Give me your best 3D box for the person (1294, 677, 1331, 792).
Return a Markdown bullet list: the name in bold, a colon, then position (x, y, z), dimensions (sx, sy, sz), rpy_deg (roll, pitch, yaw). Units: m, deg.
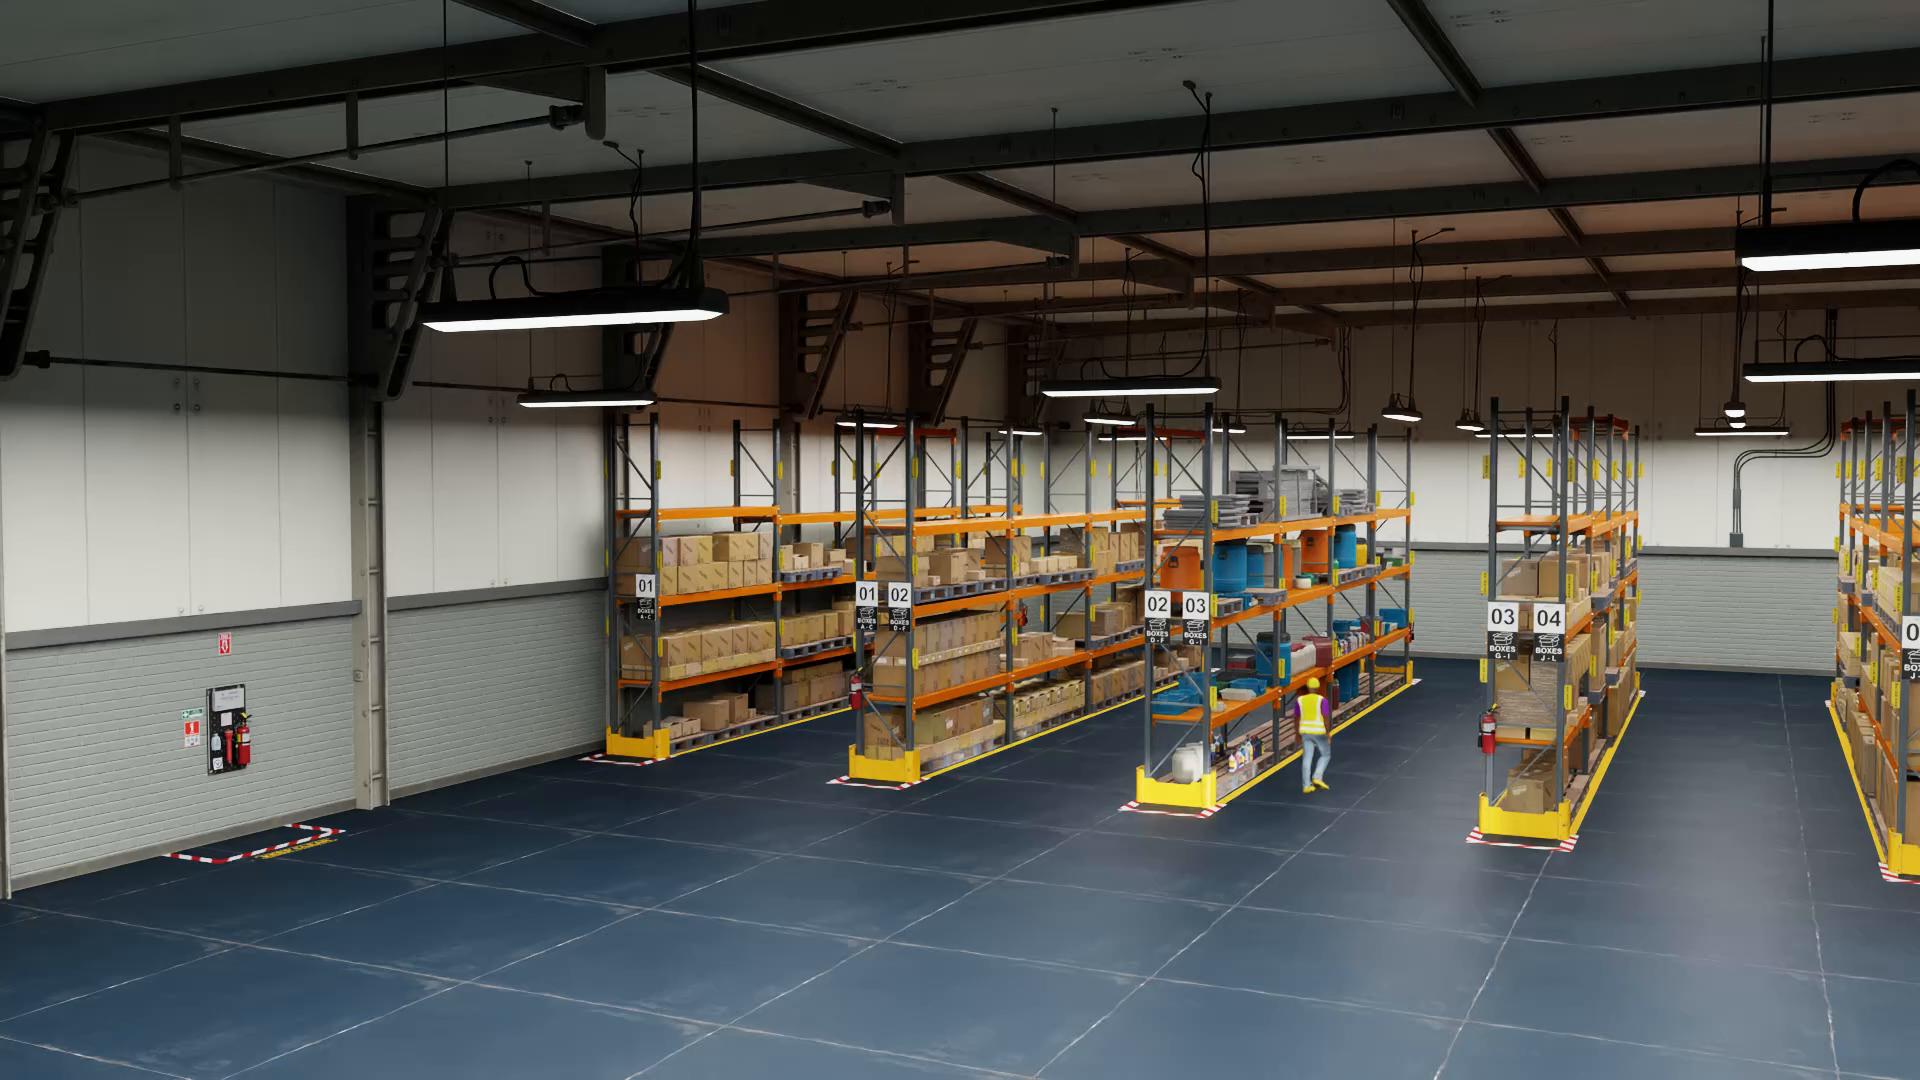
- **person**: position (5.500, 3.020, 25.882), dimensions (0.619, 1.746, 0.507), rpy_deg (2, 3, 38)
